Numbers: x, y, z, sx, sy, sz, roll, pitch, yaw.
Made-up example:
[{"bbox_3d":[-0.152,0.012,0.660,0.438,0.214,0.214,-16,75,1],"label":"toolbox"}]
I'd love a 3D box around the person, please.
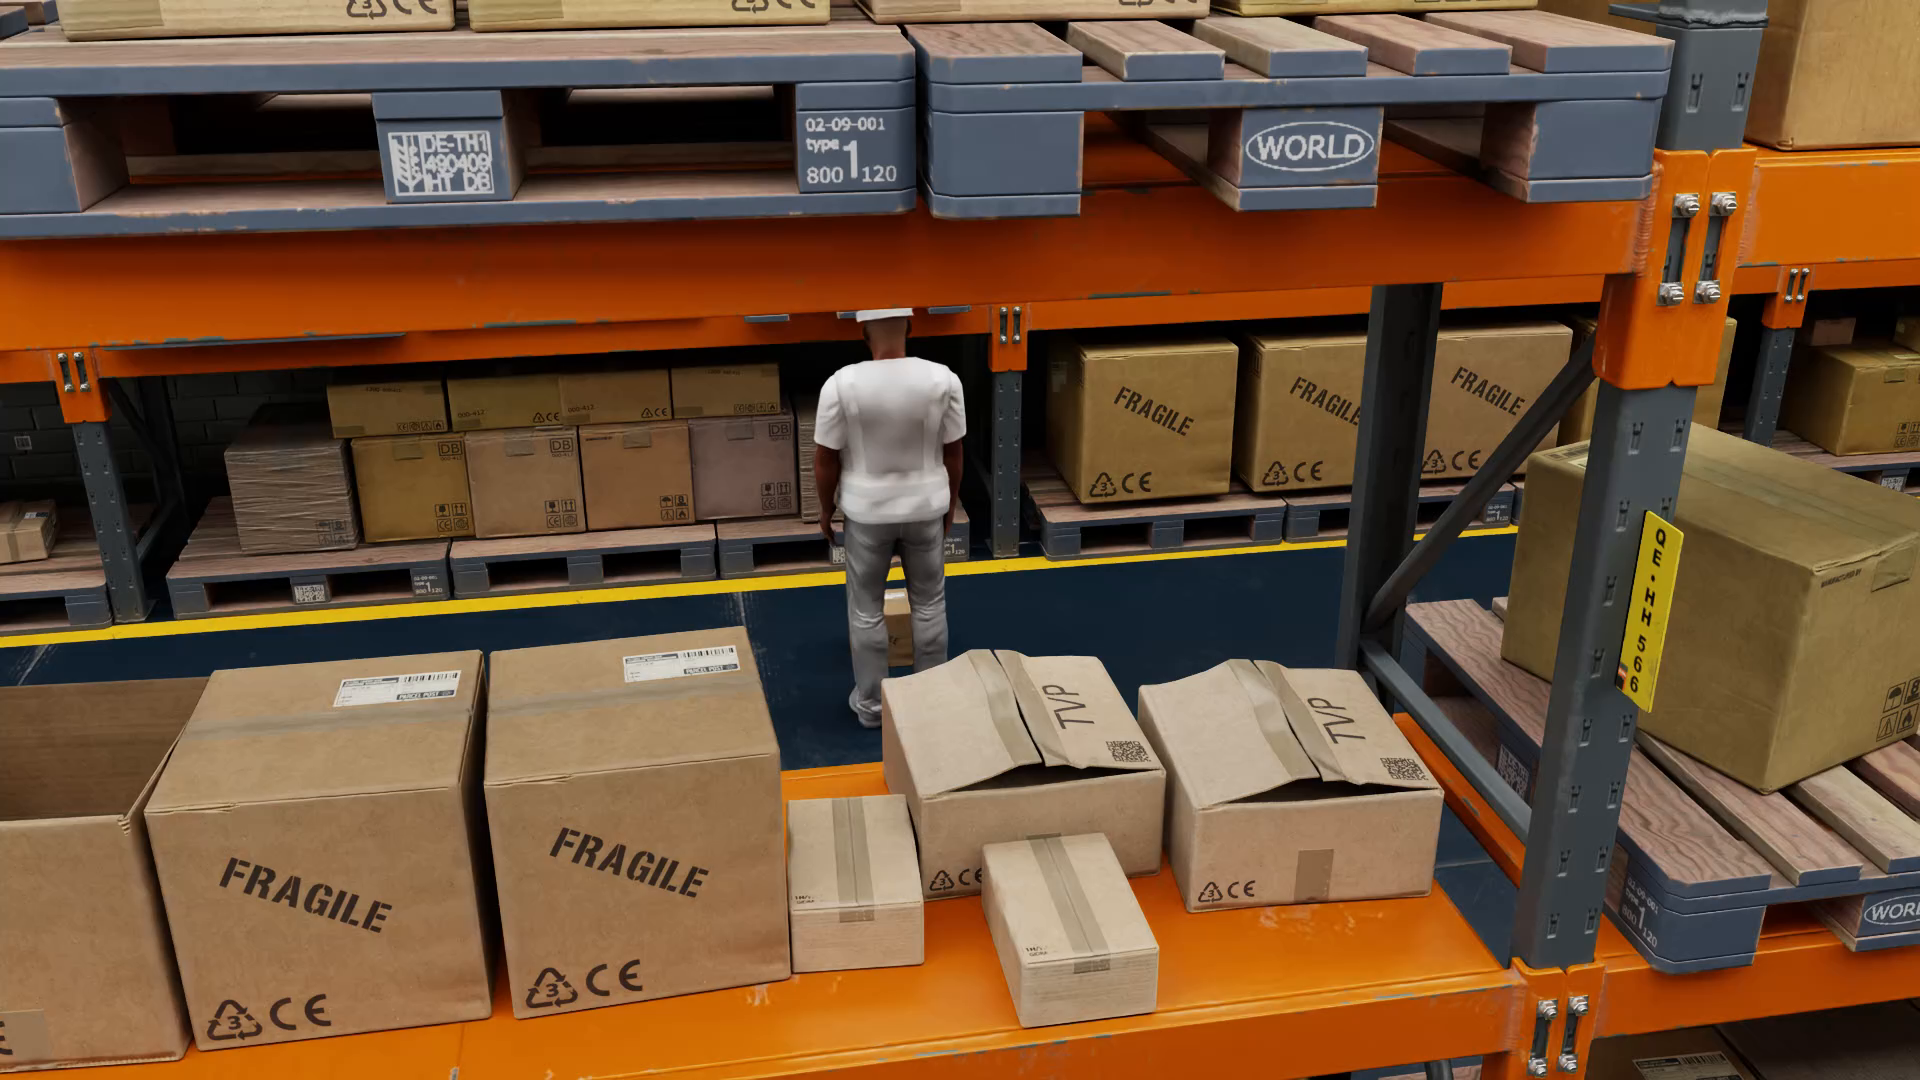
[{"bbox_3d":[-0.266,-0.118,6.350,0.568,1.759,0.368,-4,23,-9],"label":"person"}]
